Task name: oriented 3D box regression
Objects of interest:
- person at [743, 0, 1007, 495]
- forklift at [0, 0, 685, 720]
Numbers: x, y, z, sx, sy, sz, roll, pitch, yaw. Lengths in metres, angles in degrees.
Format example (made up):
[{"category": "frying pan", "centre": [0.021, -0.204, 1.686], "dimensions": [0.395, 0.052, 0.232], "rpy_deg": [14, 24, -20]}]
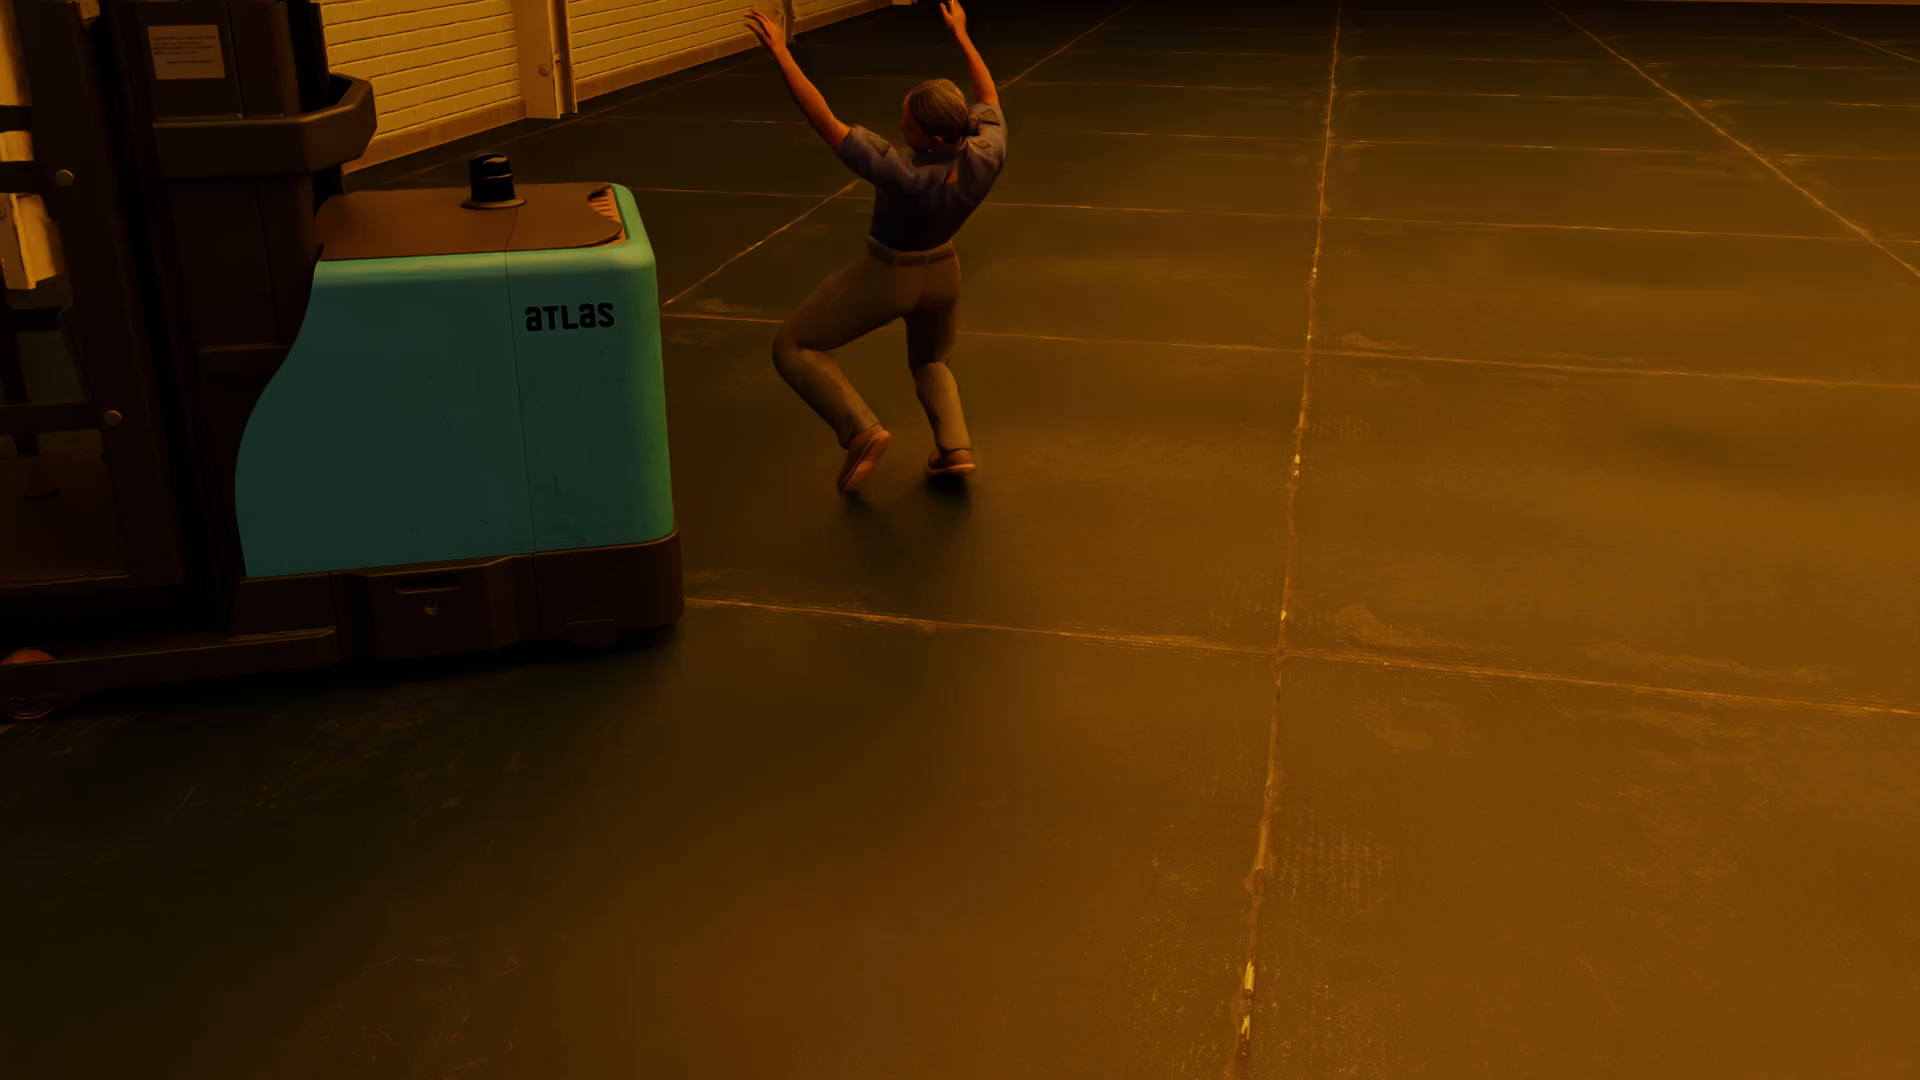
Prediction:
[{"category": "person", "centre": [-0.232, -0.885, 5.280], "dimensions": [0.884, 1.563, 0.707], "rpy_deg": [-14, 26, -31]}, {"category": "forklift", "centre": [-2.317, -1.120, 4.014], "dimensions": [3.031, 2.935, 1.130], "rpy_deg": [-5, 23, -13]}]
